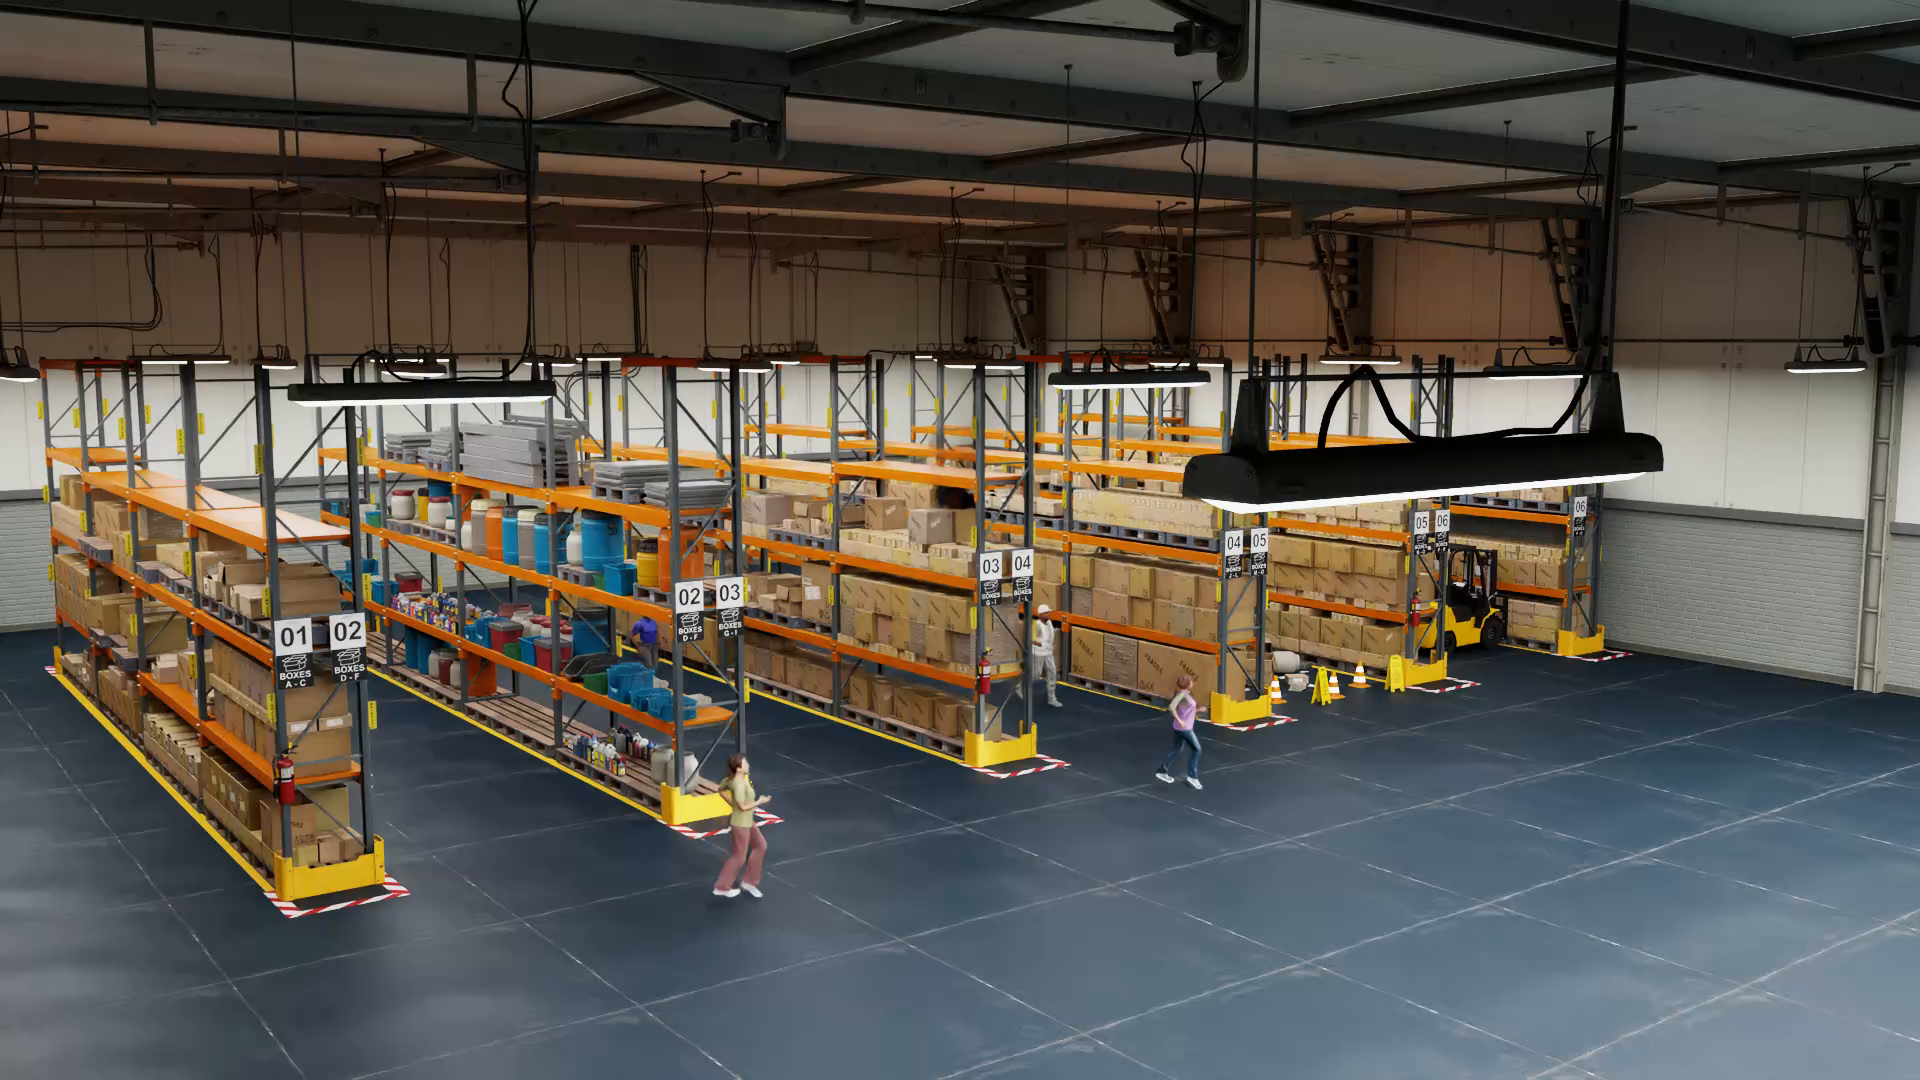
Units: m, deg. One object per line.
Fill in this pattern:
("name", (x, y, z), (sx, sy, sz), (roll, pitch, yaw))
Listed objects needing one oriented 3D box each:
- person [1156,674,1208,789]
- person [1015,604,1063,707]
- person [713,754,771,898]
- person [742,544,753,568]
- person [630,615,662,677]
("person", (3.152, 2.715, 23.585), (0.733, 1.647, 0.521), (0, 7, 2))
("person", (1.371, 1.982, 28.869), (0.967, 1.773, 0.663), (5, 9, 38))
("person", (-2.471, 3.255, 18.806), (0.668, 1.714, 0.558), (-1, 7, -9))
("person", (-5.271, 0.558, 41.507), (0.803, 1.664, 0.603), (-6, 9, -41))
("person", (-5.583, 1.968, 29.765), (0.561, 1.602, 0.574), (6, 9, 41))
